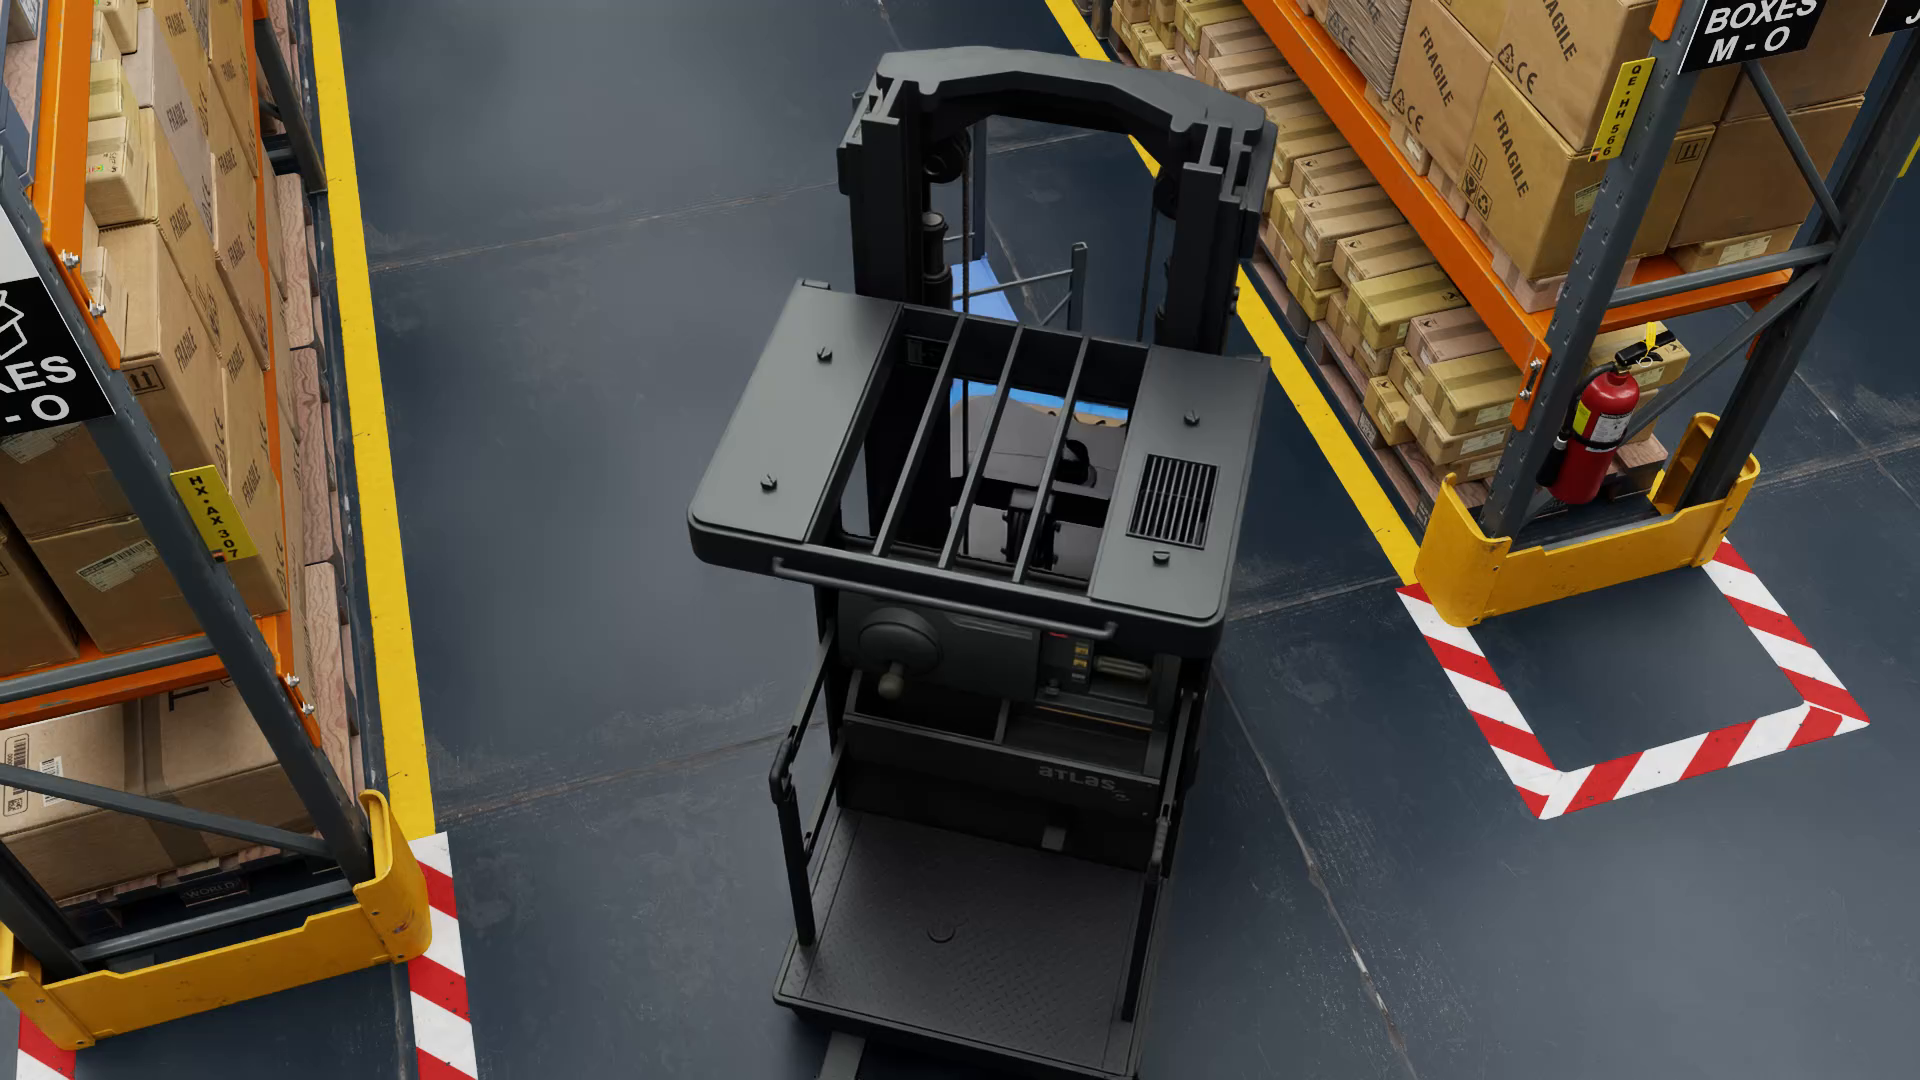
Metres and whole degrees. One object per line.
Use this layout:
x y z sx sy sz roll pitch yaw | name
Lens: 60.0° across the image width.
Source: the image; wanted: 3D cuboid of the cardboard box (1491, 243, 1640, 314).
2.005 -0.920 5.517 0.380 0.149 0.250 -13 51 -11 | cardboard box

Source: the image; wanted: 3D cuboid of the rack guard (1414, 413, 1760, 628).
2.349 -0.076 6.277 1.175 0.500 0.348 -13 51 -11 | rack guard

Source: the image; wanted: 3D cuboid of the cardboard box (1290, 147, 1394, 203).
1.635 -1.525 7.065 0.380 0.149 0.250 -15 51 -12 | cardboard box

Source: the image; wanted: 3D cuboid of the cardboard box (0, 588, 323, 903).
-2.618 0.598 5.475 0.875 0.438 0.875 -15 51 -12 | cardboard box

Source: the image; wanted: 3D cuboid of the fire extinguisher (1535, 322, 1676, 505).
2.005 -0.393 5.203 0.296 0.674 0.183 -13 51 -11 | fire extinguisher

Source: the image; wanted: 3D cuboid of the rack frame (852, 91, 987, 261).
-0.143 -1.153 6.531 0.500 1.500 0.032 -14 51 -11 | rack frame

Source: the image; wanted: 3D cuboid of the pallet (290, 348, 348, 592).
-2.995 -0.190 6.562 1.003 0.211 1.213 -13 51 -11 | pallet

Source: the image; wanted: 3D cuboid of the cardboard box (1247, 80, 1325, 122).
1.495 -1.899 7.380 0.380 0.149 0.250 -15 52 -12 | cardboard box

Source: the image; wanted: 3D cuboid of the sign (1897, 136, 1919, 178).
2.890 -1.228 5.047 0.100 0.325 0.005 -13 51 -11 | sign

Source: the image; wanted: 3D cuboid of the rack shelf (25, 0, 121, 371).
-2.918 -1.829 4.628 1.077 0.370 4.000 -13 51 -11 | rack shelf

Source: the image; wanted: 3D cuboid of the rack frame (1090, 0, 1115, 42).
1.189 -3.748 7.737 1.000 3.000 0.127 -13 51 -11 | rack frame

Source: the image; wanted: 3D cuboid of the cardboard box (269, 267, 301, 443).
-3.161 -0.728 6.592 0.875 0.438 0.875 -15 51 -12 | cardboard box

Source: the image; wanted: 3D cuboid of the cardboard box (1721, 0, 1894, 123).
2.493 -1.665 5.067 0.500 0.500 0.500 -14 51 -11 | cardboard box

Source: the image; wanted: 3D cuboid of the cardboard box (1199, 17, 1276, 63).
1.338 -2.284 7.704 0.380 0.149 0.250 -15 51 -12 | cardboard box

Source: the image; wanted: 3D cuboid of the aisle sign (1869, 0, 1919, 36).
2.680 -1.679 4.293 0.394 0.787 0.004 -13 51 -11 | aisle sign

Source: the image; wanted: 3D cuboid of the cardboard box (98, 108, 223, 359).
-2.356 -0.779 4.515 0.500 0.500 0.500 -15 51 -12 | cardboard box

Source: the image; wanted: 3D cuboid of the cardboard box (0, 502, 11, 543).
-2.697 -0.286 4.100 0.500 0.500 0.500 -12 51 -10 | cardboard box

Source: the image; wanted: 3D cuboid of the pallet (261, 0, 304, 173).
-3.810 -2.202 8.258 1.003 0.211 1.213 -13 51 -11 | pallet

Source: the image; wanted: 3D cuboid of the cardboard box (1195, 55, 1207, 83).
1.335 -2.191 7.820 0.380 0.149 0.250 -16 52 -13 | cardboard box

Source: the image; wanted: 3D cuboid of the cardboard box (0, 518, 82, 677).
-2.722 0.042 4.477 0.500 0.500 0.500 -13 51 -11 | cardboard box

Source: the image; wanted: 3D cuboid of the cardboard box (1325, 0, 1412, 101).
1.687 -1.970 5.978 0.500 0.500 0.500 -13 51 -11 | cardboard box

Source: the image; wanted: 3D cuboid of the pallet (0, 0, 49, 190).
-2.556 -1.111 3.610 1.003 0.211 1.213 -13 51 -11 | pallet

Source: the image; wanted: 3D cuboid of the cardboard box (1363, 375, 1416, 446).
1.844 -0.545 6.627 0.380 0.149 0.250 -12 51 -10 | cardboard box

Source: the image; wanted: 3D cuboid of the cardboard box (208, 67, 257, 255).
-2.668 -1.182 5.509 0.500 0.500 0.500 -12 51 -10 | cardboard box

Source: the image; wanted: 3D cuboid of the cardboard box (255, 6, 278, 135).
-3.770 -2.440 7.750 0.875 0.875 0.875 -12 51 -10 | cardboard box

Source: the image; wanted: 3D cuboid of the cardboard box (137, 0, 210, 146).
-2.664 -1.517 5.137 0.500 0.500 0.500 -13 51 -11 | cardboard box

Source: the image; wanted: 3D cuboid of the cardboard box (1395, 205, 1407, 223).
2.017 -1.524 7.258 0.380 0.149 0.250 -11 51 -9 | cardboard box

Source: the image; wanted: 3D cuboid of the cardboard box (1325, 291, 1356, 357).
1.763 -0.935 6.956 0.380 0.149 0.250 -13 51 -11 | cardboard box

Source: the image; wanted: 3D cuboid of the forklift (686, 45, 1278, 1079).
0.079 0.391 4.293 1.130 2.935 3.031 11 51 9 | forklift

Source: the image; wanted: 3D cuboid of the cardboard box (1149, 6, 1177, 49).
1.151 -2.558 8.130 0.380 0.149 0.250 -13 51 -11 | cardboard box

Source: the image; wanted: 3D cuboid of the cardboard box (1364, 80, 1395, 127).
1.732 -1.670 6.150 0.380 0.149 0.250 -15 52 -13 | cardboard box

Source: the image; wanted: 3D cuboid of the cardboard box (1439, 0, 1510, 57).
1.849 -1.925 5.286 0.500 0.500 0.500 -15 51 -12 | cardboard box

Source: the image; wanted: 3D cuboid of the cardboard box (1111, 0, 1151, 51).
0.990 -2.626 8.381 0.380 0.149 0.250 -15 52 -13 | cardboard box

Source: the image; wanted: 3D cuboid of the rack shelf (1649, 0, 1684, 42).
1.780 -3.022 5.634 1.077 0.370 4.000 -13 51 -11 | rack shelf

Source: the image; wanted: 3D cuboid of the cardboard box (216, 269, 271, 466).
-2.371 -0.444 4.887 0.500 0.500 0.500 -14 51 -11 | cardboard box

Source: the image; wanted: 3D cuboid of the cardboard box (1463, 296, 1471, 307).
2.278 -0.951 6.775 0.380 0.149 0.250 -13 51 -11 | cardboard box

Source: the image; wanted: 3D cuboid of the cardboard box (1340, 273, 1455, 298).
1.807 -1.058 6.865 0.380 0.149 0.250 -14 51 -11 | cardboard box

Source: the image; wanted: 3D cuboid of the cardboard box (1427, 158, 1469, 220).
1.879 -1.289 5.829 0.380 0.149 0.250 -14 51 -11 | cardboard box

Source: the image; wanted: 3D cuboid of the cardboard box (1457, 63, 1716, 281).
1.993 -1.224 5.350 0.500 0.500 0.500 -12 51 -10 | cardboard box

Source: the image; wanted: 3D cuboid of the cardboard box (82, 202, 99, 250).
-2.313 -0.694 4.019 0.380 0.149 0.250 -12 51 -10 | cardboard box

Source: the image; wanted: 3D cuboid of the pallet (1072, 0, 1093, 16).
0.957 -3.417 9.282 1.003 0.211 1.213 -13 51 -11 | pallet

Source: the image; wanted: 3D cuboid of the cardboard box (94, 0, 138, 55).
-2.537 -1.470 4.673 0.380 0.149 0.250 -13 51 -11 | cardboard box

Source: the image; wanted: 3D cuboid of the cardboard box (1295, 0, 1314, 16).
1.520 -2.250 6.639 0.380 0.149 0.250 -12 51 -10 | cardboard box

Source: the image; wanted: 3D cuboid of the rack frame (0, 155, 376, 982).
-2.327 0.367 4.269 1.000 3.000 0.127 -13 51 -11 | rack frame

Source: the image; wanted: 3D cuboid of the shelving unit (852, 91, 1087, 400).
0.013 -0.784 6.219 0.538 1.500 1.048 -14 51 -11 | shelving unit

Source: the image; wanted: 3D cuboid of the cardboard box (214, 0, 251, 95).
-2.971 -1.931 6.141 0.500 0.500 0.500 -14 51 -12 | cardboard box

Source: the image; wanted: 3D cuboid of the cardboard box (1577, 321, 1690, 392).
2.541 -0.694 6.364 0.380 0.149 0.250 -15 52 -13 | cardboard box

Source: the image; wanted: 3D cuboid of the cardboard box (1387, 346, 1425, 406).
1.917 -0.663 6.532 0.380 0.149 0.250 -14 51 -12 | cardboard box

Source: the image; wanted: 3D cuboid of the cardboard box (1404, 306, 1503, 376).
1.954 -0.760 6.420 0.380 0.149 0.250 -12 51 -10 | cardboard box

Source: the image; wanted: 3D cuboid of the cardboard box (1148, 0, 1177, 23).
1.118 -2.643 8.007 0.380 0.149 0.250 -11 51 -9 | cardboard box

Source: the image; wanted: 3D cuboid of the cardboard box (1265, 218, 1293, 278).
1.566 -1.311 7.273 0.380 0.149 0.250 -12 51 -10 | cardboard box

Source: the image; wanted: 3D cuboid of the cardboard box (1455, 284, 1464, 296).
2.316 -1.062 7.063 0.380 0.149 0.250 -13 51 -11 | cardboard box

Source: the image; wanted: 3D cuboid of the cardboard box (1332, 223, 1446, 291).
1.740 -1.124 6.726 0.380 0.149 0.250 -15 52 -12 | cardboard box

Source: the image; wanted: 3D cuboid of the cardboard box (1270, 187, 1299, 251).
1.564 -1.405 7.158 0.380 0.149 0.250 -11 51 -9 | cardboard box

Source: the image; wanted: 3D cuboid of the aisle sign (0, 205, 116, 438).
-2.029 -0.484 3.286 0.394 0.787 0.004 -13 51 -11 | aisle sign

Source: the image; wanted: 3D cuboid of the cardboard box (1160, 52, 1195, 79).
1.192 -2.261 8.074 0.380 0.149 0.250 -14 51 -11 | cardboard box

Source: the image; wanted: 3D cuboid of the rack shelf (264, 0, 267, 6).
-4.101 -3.784 8.238 1.077 0.370 4.000 -13 51 -11 | rack shelf

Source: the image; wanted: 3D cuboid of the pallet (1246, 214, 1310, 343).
1.786 -1.474 7.644 1.003 0.211 1.213 -13 51 -11 | pallet

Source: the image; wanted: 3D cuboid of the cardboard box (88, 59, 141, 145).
-2.375 -1.098 4.360 0.380 0.149 0.250 -15 51 -12 | cardboard box
